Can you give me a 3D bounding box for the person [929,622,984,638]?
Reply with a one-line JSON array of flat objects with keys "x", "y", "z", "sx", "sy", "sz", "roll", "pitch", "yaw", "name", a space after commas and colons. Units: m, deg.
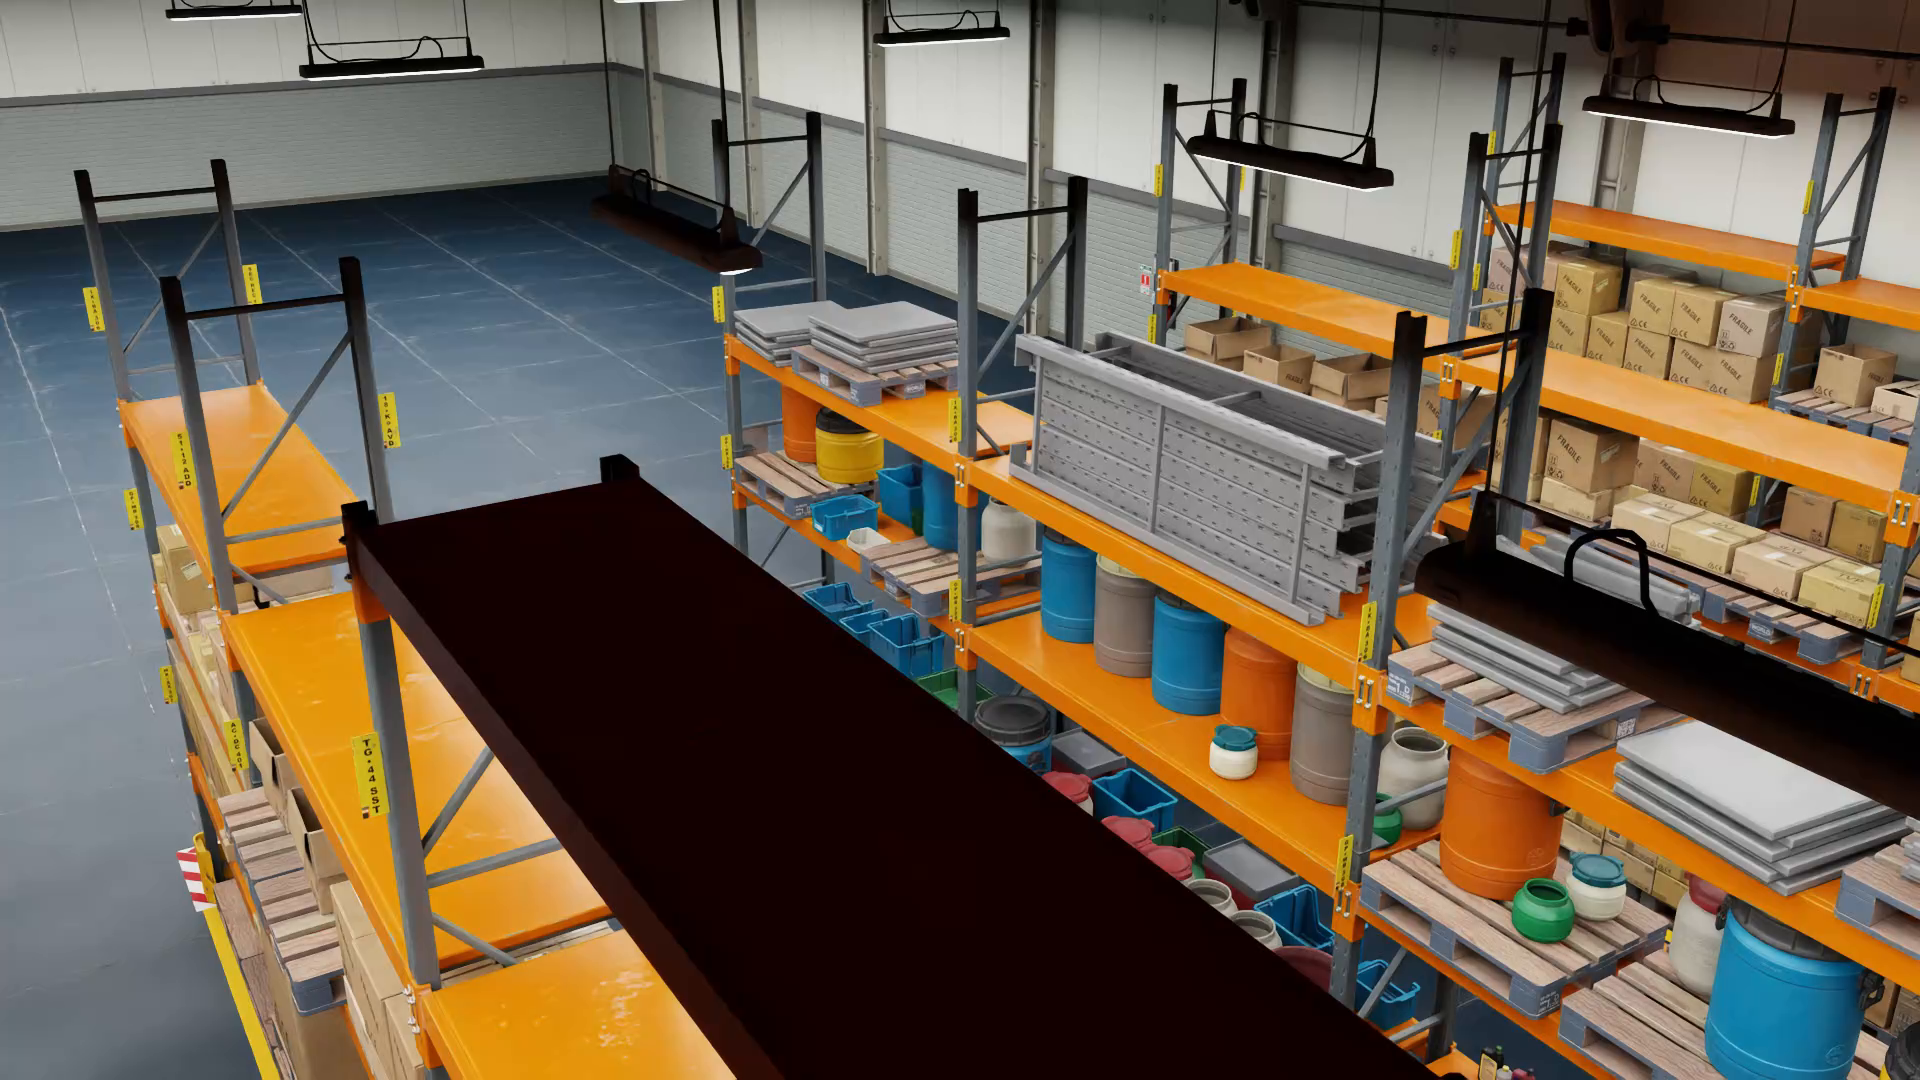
[{"x": -0.102, "y": 0.488, "z": 18.039, "sx": 0.792, "sy": 1.559, "sz": 0.435, "roll": -6, "pitch": 23, "yaw": -15, "name": "person"}]
